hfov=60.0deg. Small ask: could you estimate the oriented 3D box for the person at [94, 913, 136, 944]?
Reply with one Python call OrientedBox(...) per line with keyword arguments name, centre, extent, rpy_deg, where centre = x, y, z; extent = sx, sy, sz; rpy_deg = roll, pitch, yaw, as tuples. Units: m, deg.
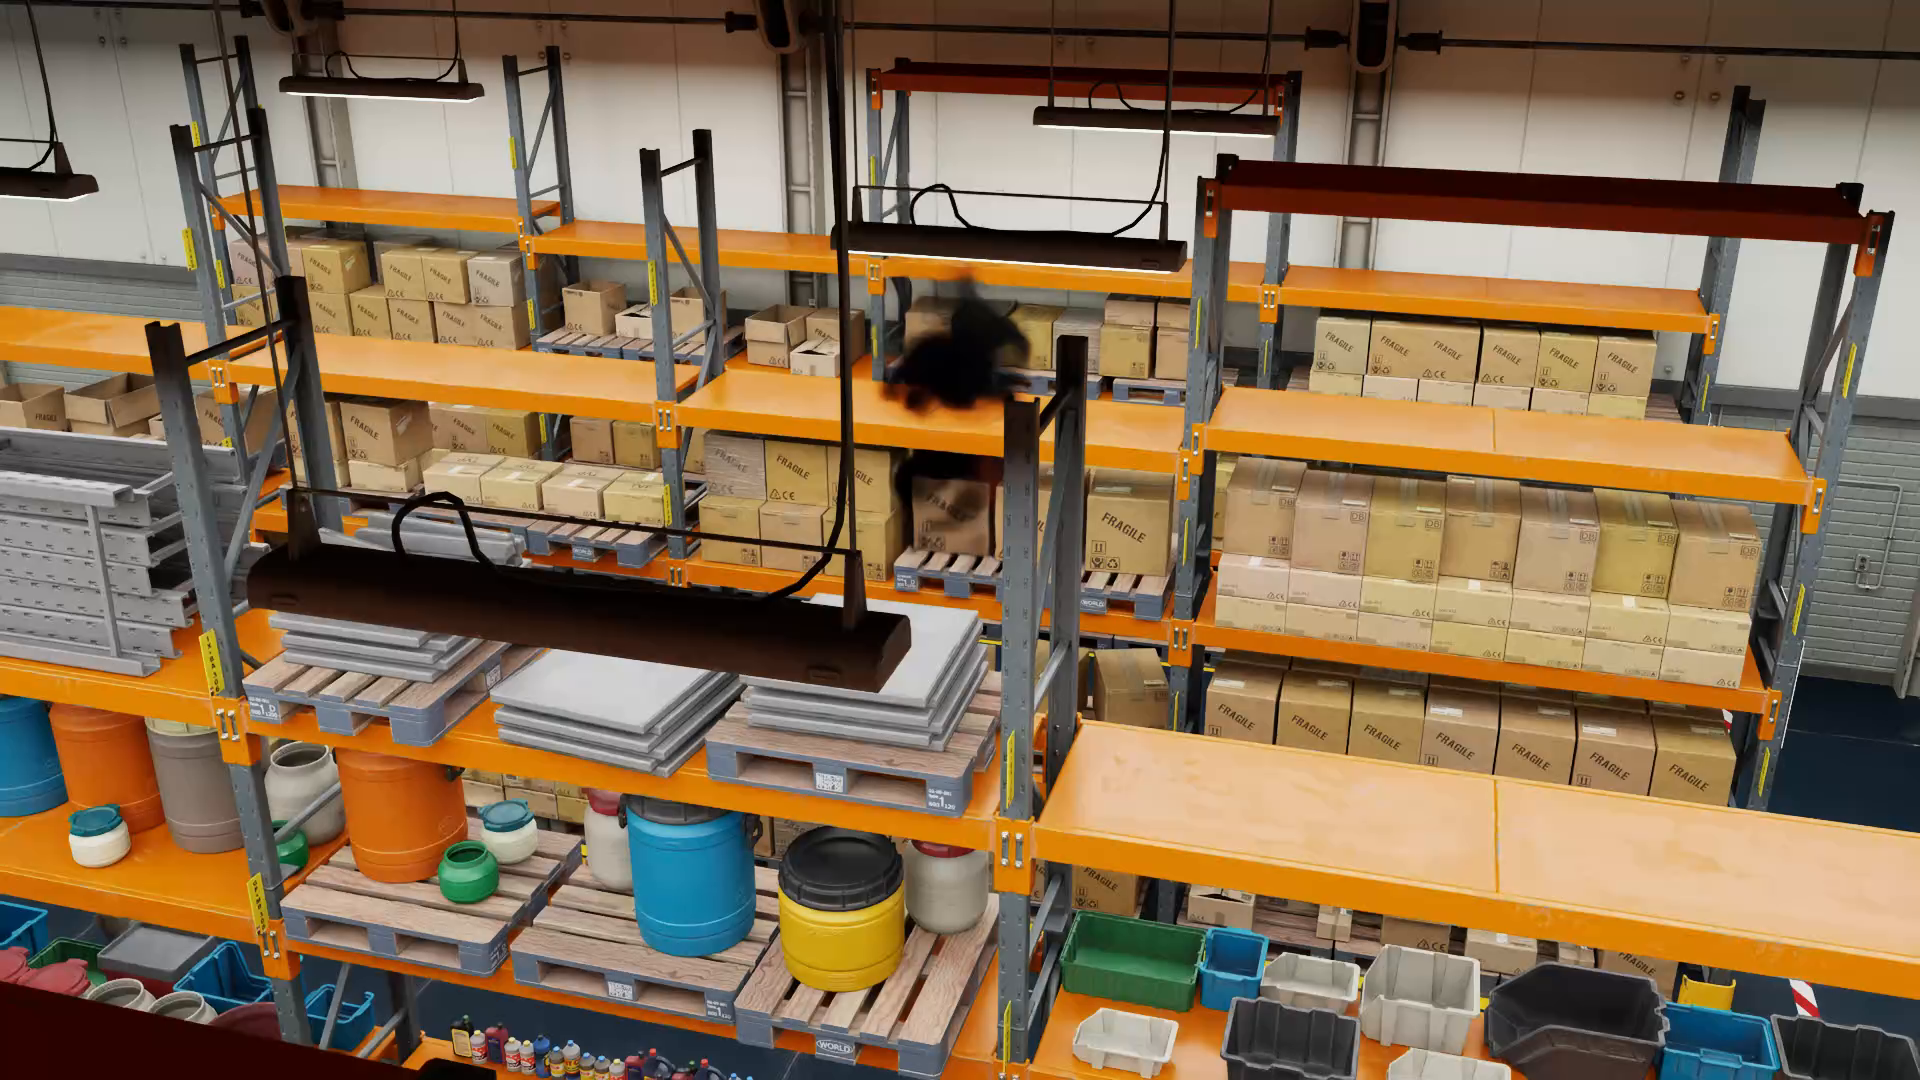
OrientedBox(name="person", centre=(-6.182, 2.643, 12.247), extent=(0.738, 1.715, 0.531), rpy_deg=(3, 23, 8))
